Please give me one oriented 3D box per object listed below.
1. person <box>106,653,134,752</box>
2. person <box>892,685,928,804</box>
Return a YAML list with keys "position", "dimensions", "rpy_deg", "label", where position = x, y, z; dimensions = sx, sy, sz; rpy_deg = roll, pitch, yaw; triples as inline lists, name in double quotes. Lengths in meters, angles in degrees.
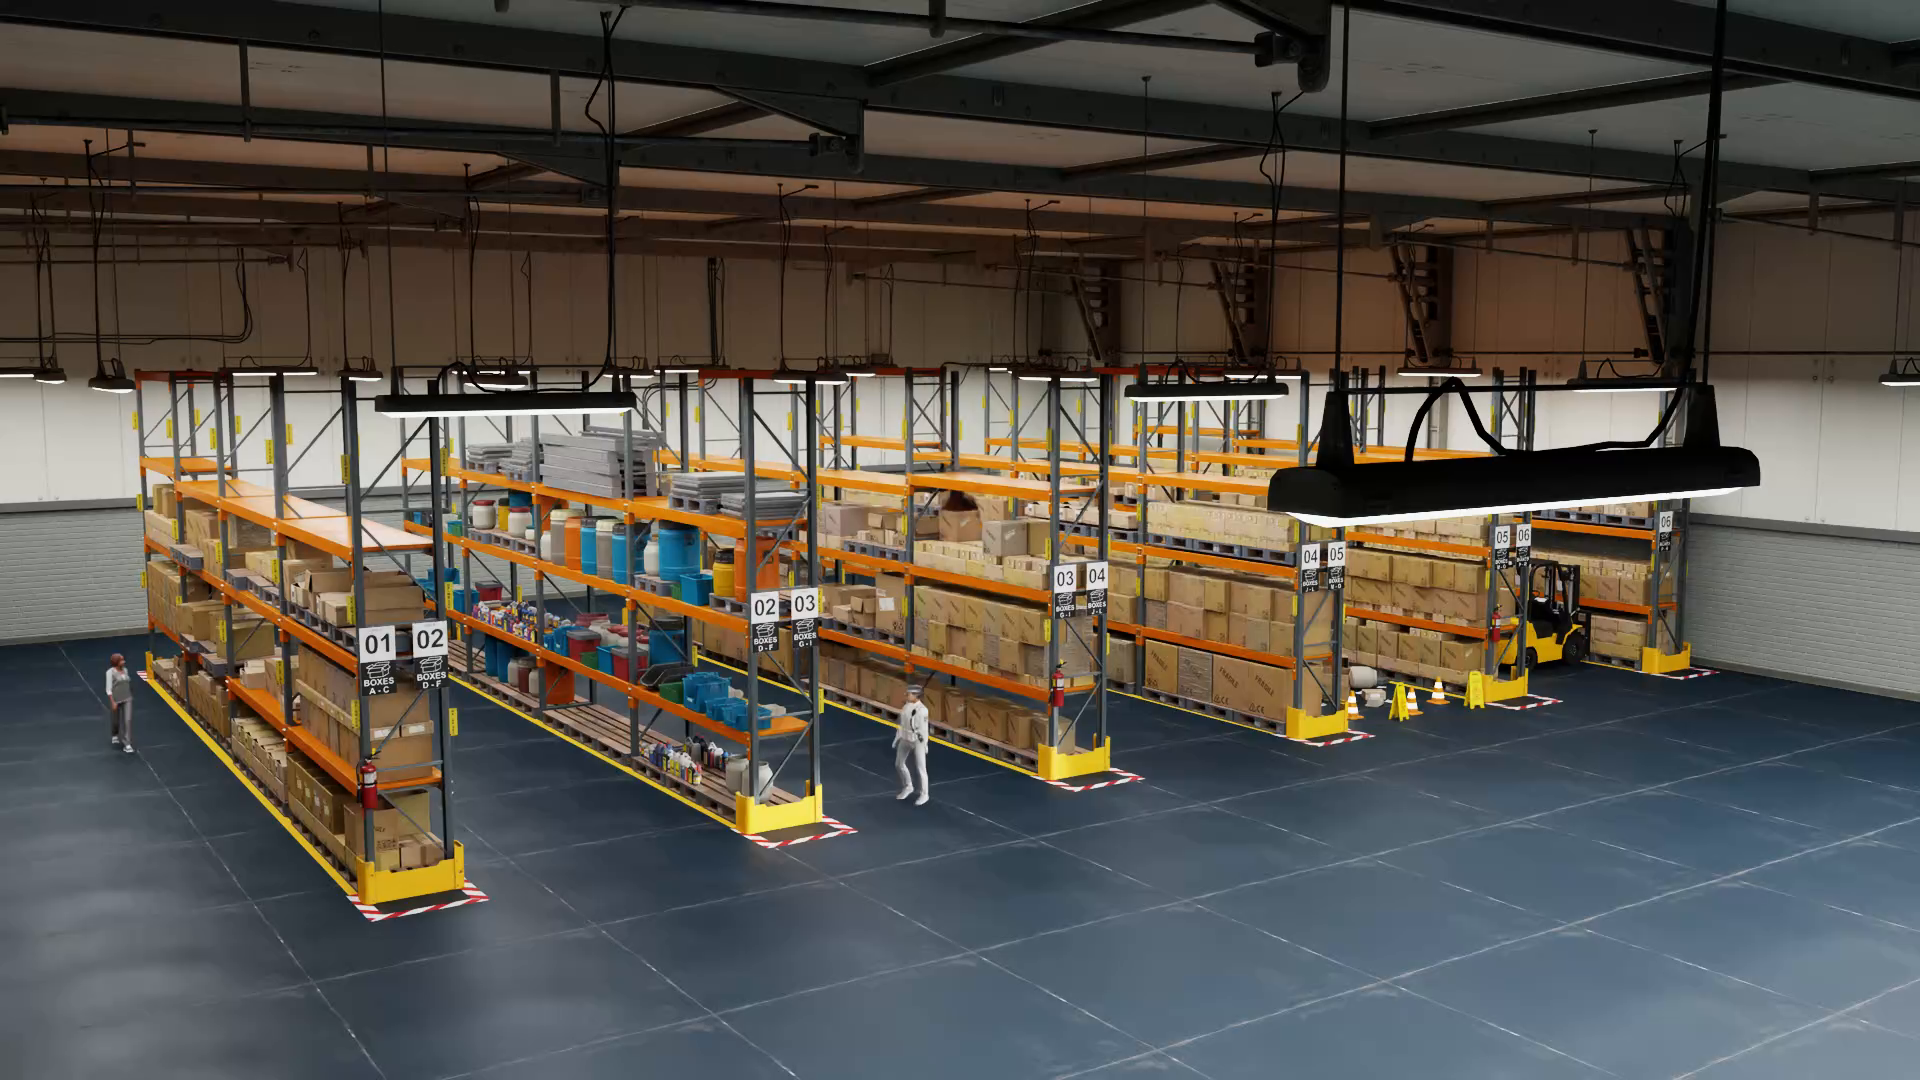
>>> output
- position: [-13.399, 2.564, 26.493]
  dimensions: [0.397, 1.556, 0.823]
  rpy_deg: [-5, 8, -35]
  label: "person"
- position: [-0.693, 2.854, 23.402]
  dimensions: [0.552, 1.682, 0.352]
  rpy_deg: [6, 9, 41]
  label: "person"
